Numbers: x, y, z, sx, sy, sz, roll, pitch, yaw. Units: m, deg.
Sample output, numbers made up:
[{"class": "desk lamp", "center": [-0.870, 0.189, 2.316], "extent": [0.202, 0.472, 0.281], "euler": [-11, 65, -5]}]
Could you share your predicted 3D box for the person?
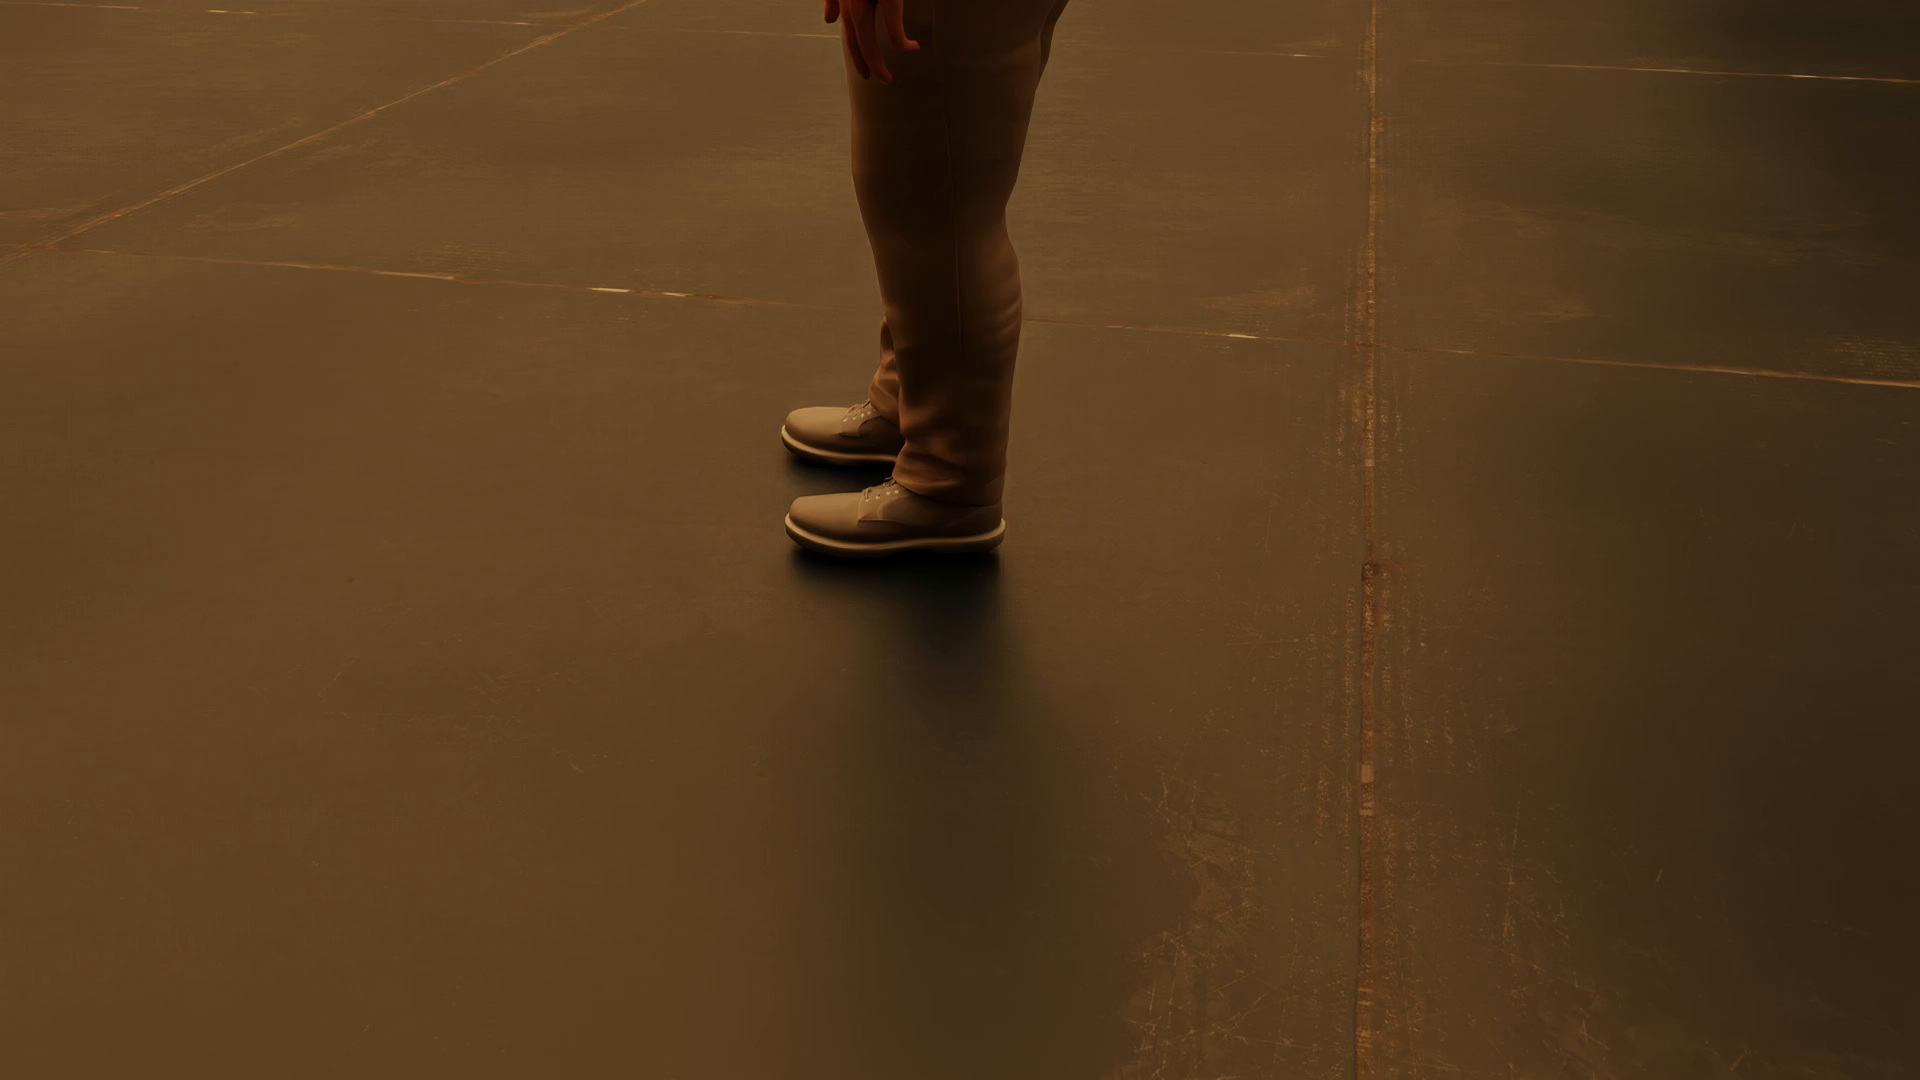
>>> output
[{"class": "person", "center": [-0.085, -0.793, 2.135], "extent": [0.550, 1.728, 0.641], "euler": [6, 27, 11]}]
